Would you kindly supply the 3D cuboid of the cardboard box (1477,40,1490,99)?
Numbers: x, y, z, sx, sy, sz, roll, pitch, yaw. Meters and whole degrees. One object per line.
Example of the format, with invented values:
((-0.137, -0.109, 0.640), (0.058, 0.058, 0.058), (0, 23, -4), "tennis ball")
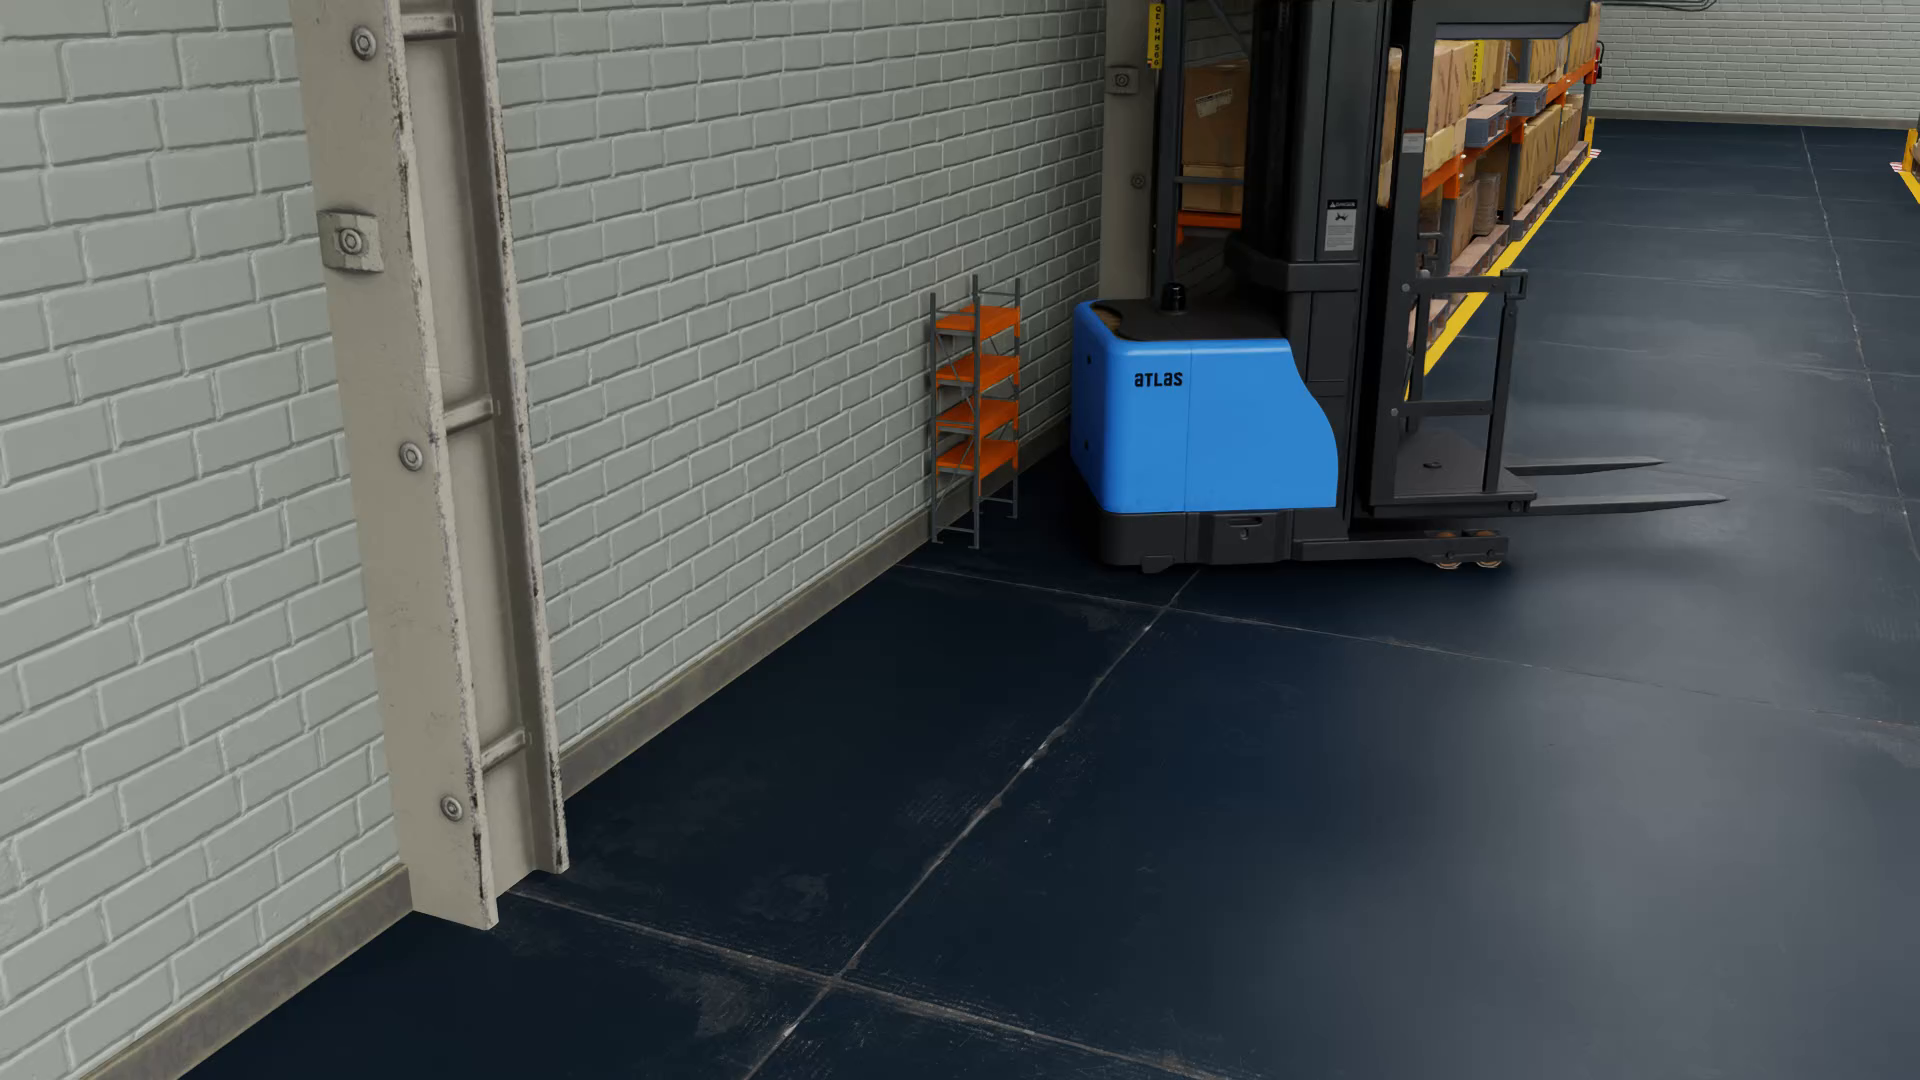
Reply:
((3.890, -3.873, 13.576), (0.700, 0.500, 0.500), (12, 23, 30), "cardboard box")

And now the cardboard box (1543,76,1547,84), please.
((6.009, -4.904, 17.627), (0.380, 0.149, 0.250), (8, 21, 21), "cardboard box")

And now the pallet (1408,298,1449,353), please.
((2.931, -1.568, 12.062), (1.003, 0.211, 1.213), (9, 21, 23), "pallet")

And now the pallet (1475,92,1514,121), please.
((4.038, -3.614, 13.939), (1.003, 0.211, 1.213), (9, 21, 23), "pallet")

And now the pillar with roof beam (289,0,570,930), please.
((2.504, -2.603, 1.860), (9.100, 9.000, 0.400), (9, 21, 23), "pillar with roof beam")

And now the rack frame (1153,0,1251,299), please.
((1.536, -1.869, 8.748), (1.000, 3.000, 0.127), (9, 21, 23), "rack frame")

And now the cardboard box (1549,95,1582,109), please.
((7.902, -5.716, 21.700), (0.380, 0.149, 0.250), (9, 22, 24), "cardboard box")

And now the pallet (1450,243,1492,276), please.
((3.989, -2.391, 14.376), (1.003, 0.211, 1.213), (9, 21, 23), "pallet")

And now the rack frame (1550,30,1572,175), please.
((6.450, -5.537, 19.063), (1.000, 3.000, 0.127), (9, 21, 23), "rack frame")

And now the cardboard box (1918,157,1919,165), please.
((11.717, -4.560, 19.762), (0.500, 0.250, 0.500), (9, 21, 23), "cardboard box")

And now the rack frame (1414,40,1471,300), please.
((3.174, -3.092, 12.186), (1.000, 3.000, 0.127), (9, 21, 23), "rack frame")

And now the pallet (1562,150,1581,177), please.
((7.331, -4.820, 21.206), (1.003, 0.211, 1.213), (9, 21, 23), "pallet")

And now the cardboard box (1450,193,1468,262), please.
((3.872, -2.664, 14.057), (0.700, 0.500, 0.500), (9, 21, 23), "cardboard box")

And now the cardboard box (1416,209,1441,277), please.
((3.460, -2.349, 13.170), (0.700, 0.500, 0.500), (9, 22, 25), "cardboard box")

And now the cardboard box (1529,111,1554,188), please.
((5.941, -4.234, 17.978), (0.750, 0.750, 0.750), (9, 22, 24), "cardboard box")

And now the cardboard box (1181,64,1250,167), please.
((1.535, -2.334, 9.131), (0.500, 0.500, 0.500), (8, 21, 22), "cardboard box")

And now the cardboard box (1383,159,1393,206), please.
((2.225, -2.074, 9.518), (0.500, 0.250, 0.500), (8, 21, 21), "cardboard box")

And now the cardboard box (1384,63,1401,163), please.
((2.217, -2.416, 9.359), (0.500, 0.500, 0.500), (9, 21, 23), "cardboard box")

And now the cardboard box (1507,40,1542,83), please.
((5.244, -4.625, 15.873), (0.500, 0.500, 0.500), (9, 22, 24), "cardboard box")

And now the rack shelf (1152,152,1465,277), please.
((2.355, -2.142, 10.588), (1.077, 0.370, 4.000), (9, 21, 23), "rack shelf")

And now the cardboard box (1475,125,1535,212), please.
((5.232, -3.706, 16.496), (0.750, 0.750, 0.750), (8, 21, 22), "cardboard box")

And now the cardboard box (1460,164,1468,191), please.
((4.068, -3.147, 14.295), (0.500, 0.250, 0.500), (8, 21, 22), "cardboard box")

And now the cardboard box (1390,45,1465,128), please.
((3.063, -3.044, 11.125), (0.500, 0.500, 0.500), (8, 21, 22), "cardboard box")

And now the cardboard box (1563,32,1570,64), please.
((6.491, -5.558, 18.499), (0.500, 0.500, 0.500), (8, 21, 22), "cardboard box")

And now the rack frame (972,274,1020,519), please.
((0.173, -0.690, 8.119), (0.240, 1.200, 0.015), (8, 21, 22), "rack frame")

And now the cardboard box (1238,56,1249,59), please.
((1.958, -2.646, 10.006), (0.500, 0.500, 0.500), (8, 21, 21), "cardboard box")

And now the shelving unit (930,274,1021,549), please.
((0.075, -0.615, 7.908), (0.258, 1.200, 0.503), (8, 21, 22), "shelving unit")

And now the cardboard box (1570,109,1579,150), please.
((7.687, -5.400, 21.779), (0.700, 0.500, 0.500), (8, 21, 23), "cardboard box")

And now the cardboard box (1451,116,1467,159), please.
((3.256, -2.844, 11.684), (0.500, 0.250, 0.500), (9, 21, 23), "cardboard box")

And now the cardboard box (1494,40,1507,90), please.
((4.424, -4.249, 14.635), (0.700, 0.500, 0.500), (6, 21, 18), "cardboard box")

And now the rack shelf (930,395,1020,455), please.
((0.075, -0.552, 7.931), (0.258, 0.148, 0.480), (8, 21, 22), "rack shelf")

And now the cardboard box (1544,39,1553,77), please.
((5.671, -4.935, 16.746), (0.500, 0.500, 0.500), (8, 21, 22), "cardboard box")

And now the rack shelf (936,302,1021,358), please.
((0.076, -0.985, 7.776), (0.258, 0.148, 0.480), (8, 21, 22), "rack shelf")

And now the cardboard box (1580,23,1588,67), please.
((7.280, -6.289, 20.727), (0.980, 0.700, 0.700), (7, 21, 20), "cardboard box")

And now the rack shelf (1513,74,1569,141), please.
((5.631, -4.587, 17.464), (1.077, 0.370, 4.000), (9, 21, 23), "rack shelf")

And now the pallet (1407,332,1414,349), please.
((2.433, -1.194, 11.010), (1.003, 0.211, 1.213), (9, 21, 23), "pallet")

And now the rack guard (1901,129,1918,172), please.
((12.577, -4.881, 20.946), (1.175, 0.500, 0.348), (9, 21, 23), "rack guard")

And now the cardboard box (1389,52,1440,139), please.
((2.635, -2.732, 10.249), (0.500, 0.500, 0.500), (9, 22, 24), "cardboard box")

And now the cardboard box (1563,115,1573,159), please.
((7.270, -5.082, 20.885), (0.700, 0.500, 0.500), (9, 22, 24), "cardboard box")

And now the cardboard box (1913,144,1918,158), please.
((12.021, -4.797, 20.552), (0.380, 0.166, 0.250), (9, 21, 23), "cardboard box")

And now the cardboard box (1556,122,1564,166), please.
((6.849, -4.772, 20.014), (0.700, 0.500, 0.500), (9, 21, 23), "cardboard box")

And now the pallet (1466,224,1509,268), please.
((4.490, -2.762, 15.421), (1.003, 0.211, 1.213), (9, 21, 23), "pallet")

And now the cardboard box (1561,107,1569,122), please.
((7.156, -5.157, 20.130), (0.380, 0.149, 0.250), (9, 22, 25), "cardboard box")

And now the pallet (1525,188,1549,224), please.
((5.704, -3.603, 17.785), (1.003, 0.211, 1.213), (9, 21, 23), "pallet")

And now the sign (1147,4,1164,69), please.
((1.038, -2.646, 8.732), (0.100, 0.325, 0.005), (9, 21, 23), "sign")

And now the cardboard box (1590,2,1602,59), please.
((7.888, -6.744, 22.008), (0.980, 0.700, 0.700), (10, 22, 25), "cardboard box")

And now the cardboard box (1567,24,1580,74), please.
((6.687, -5.842, 19.472), (0.980, 0.700, 0.700), (9, 21, 24), "cardboard box")

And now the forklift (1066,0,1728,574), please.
((2.083, -1.421, 7.590), (3.031, 2.935, 1.130), (-2, 20, -6), "forklift")

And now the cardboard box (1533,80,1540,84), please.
((5.455, -4.420, 16.266), (0.380, 0.149, 0.250), (9, 22, 24), "cardboard box")

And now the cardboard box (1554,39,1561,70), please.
((6.077, -5.249, 17.628), (0.500, 0.500, 0.500), (9, 21, 23), "cardboard box")

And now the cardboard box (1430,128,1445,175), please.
((2.853, -2.537, 10.820), (0.500, 0.250, 0.500), (8, 21, 22), "cardboard box")

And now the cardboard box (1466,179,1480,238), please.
((4.247, -2.975, 14.933), (0.700, 0.500, 0.500), (9, 21, 23), "cardboard box")

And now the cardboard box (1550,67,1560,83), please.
((6.286, -5.044, 18.021), (0.380, 0.149, 0.250), (9, 21, 23), "cardboard box")
